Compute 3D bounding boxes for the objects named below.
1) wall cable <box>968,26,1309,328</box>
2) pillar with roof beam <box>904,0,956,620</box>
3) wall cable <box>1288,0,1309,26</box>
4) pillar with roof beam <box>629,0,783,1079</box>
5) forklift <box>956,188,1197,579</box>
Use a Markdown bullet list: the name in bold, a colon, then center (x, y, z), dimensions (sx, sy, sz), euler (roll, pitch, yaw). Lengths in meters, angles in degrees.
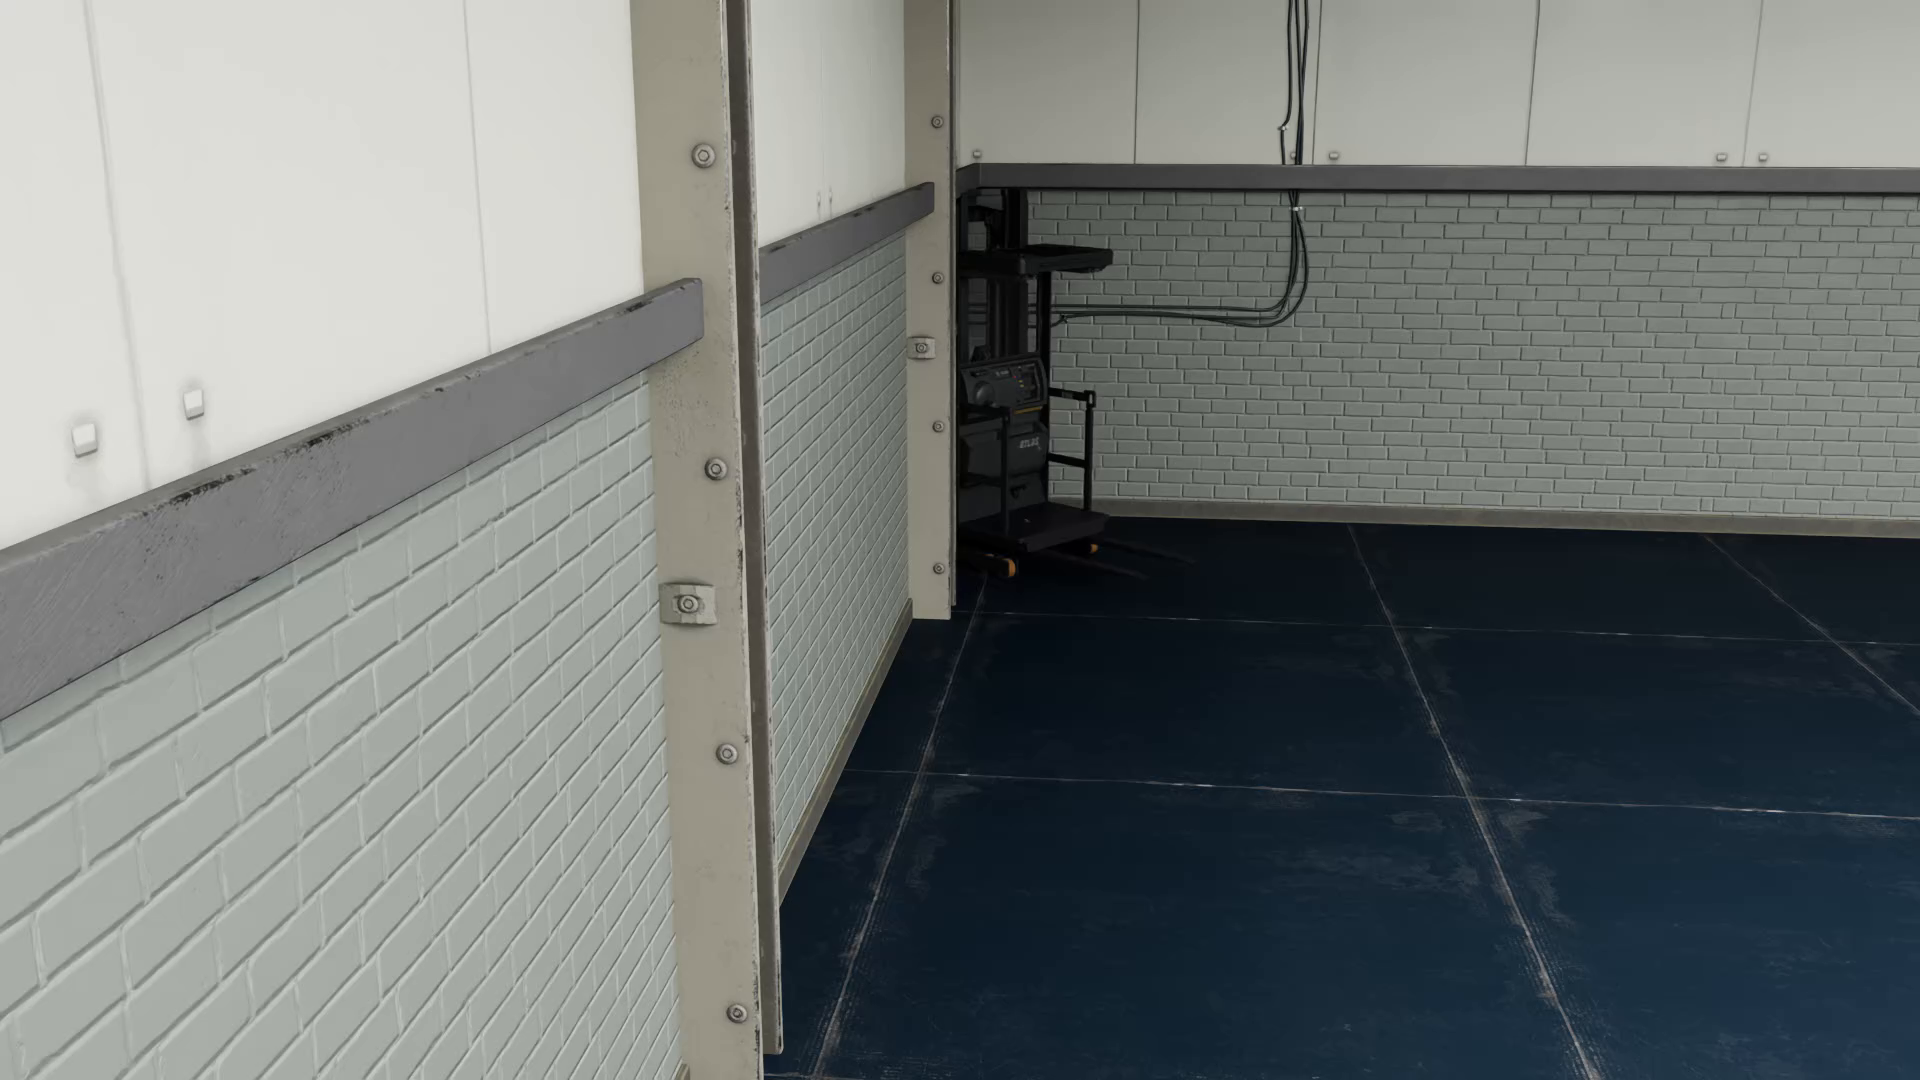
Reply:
- **wall cable**: center (1.442, -3.051, 14.154), dimensions (3.097, 2.526, 0.112), euler (2, 15, 6)
- **pillar with roof beam**: center (4.073, -3.698, 10.598), dimensions (9.100, 9.000, 0.400), euler (2, 15, 6)
- **wall cable**: center (4.130, -5.409, 13.200), dimensions (3.097, 2.526, 0.112), euler (2, 15, 6)
- **pillar with roof beam**: center (3.396, -2.142, 4.843), dimensions (9.100, 9.000, 0.400), euler (2, 15, 6)
- **forklift**: center (0.509, -1.260, 13.206), dimensions (3.031, 2.935, 1.130), euler (15, 21, 43)
